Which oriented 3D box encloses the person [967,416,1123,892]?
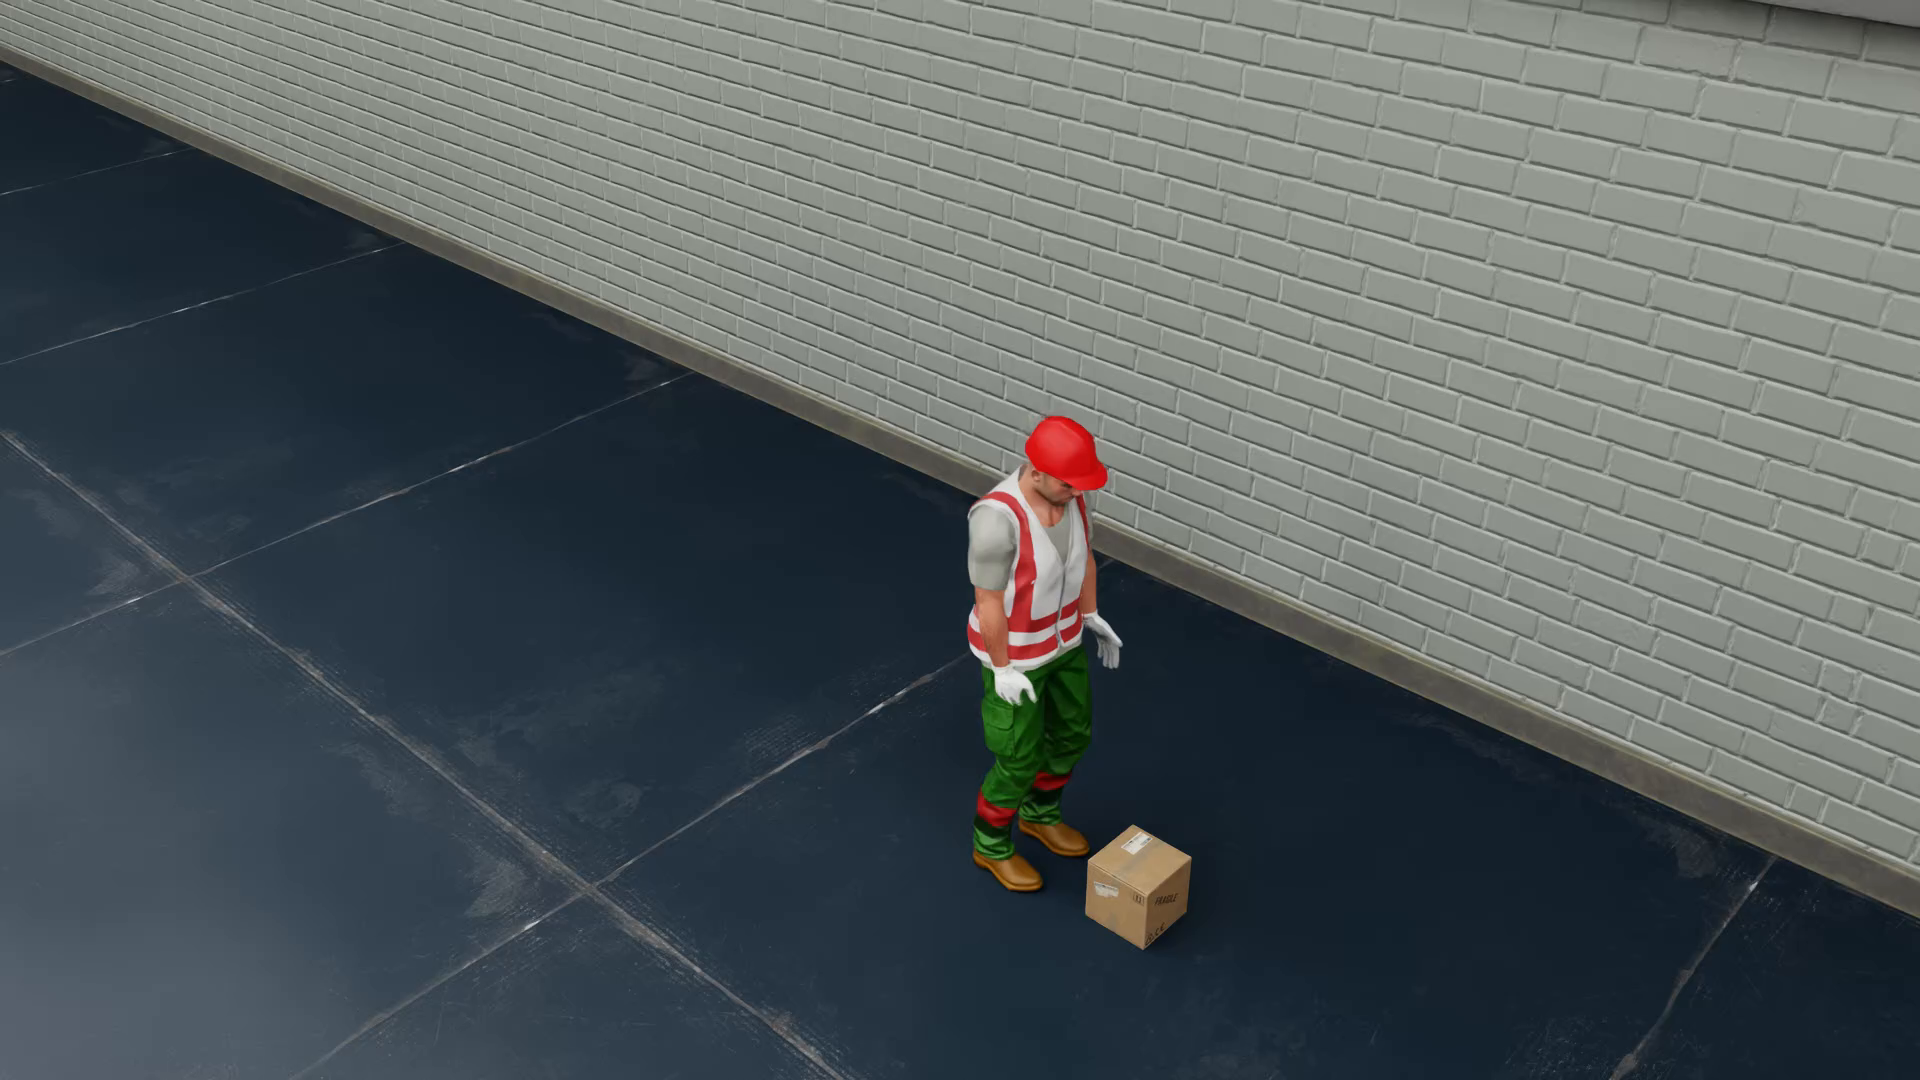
[{"bbox_3d":[0.271,0.366,5.533,0.414,1.757,0.536,26,40,36],"label":"person"}]
